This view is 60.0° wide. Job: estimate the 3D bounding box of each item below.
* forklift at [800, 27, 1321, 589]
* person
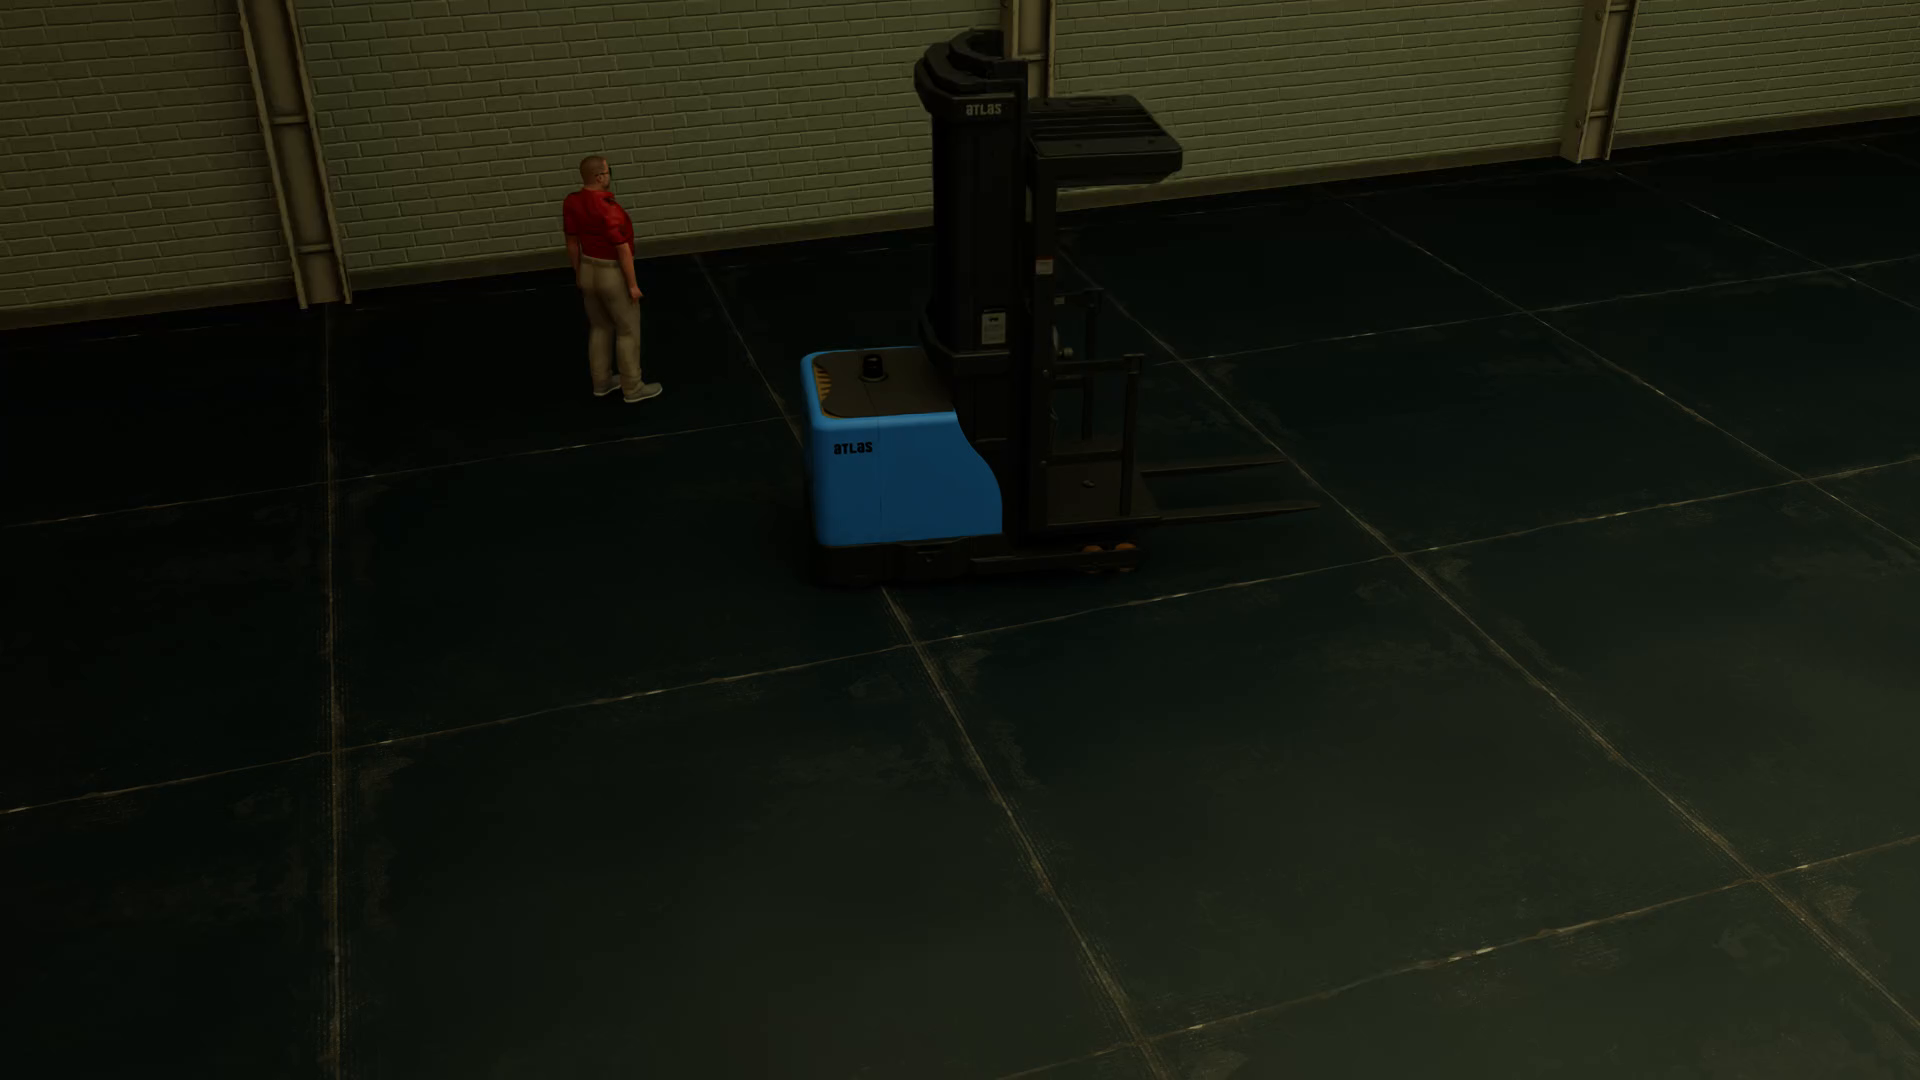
[{"bbox_3d":[0.608,-1.327,9.393,3.031,2.935,1.130,-5,30,-8],"label":"forklift"},{"bbox_3d":[-2.398,-1.794,11.413,0.554,1.731,0.376,17,34,27],"label":"person"}]
